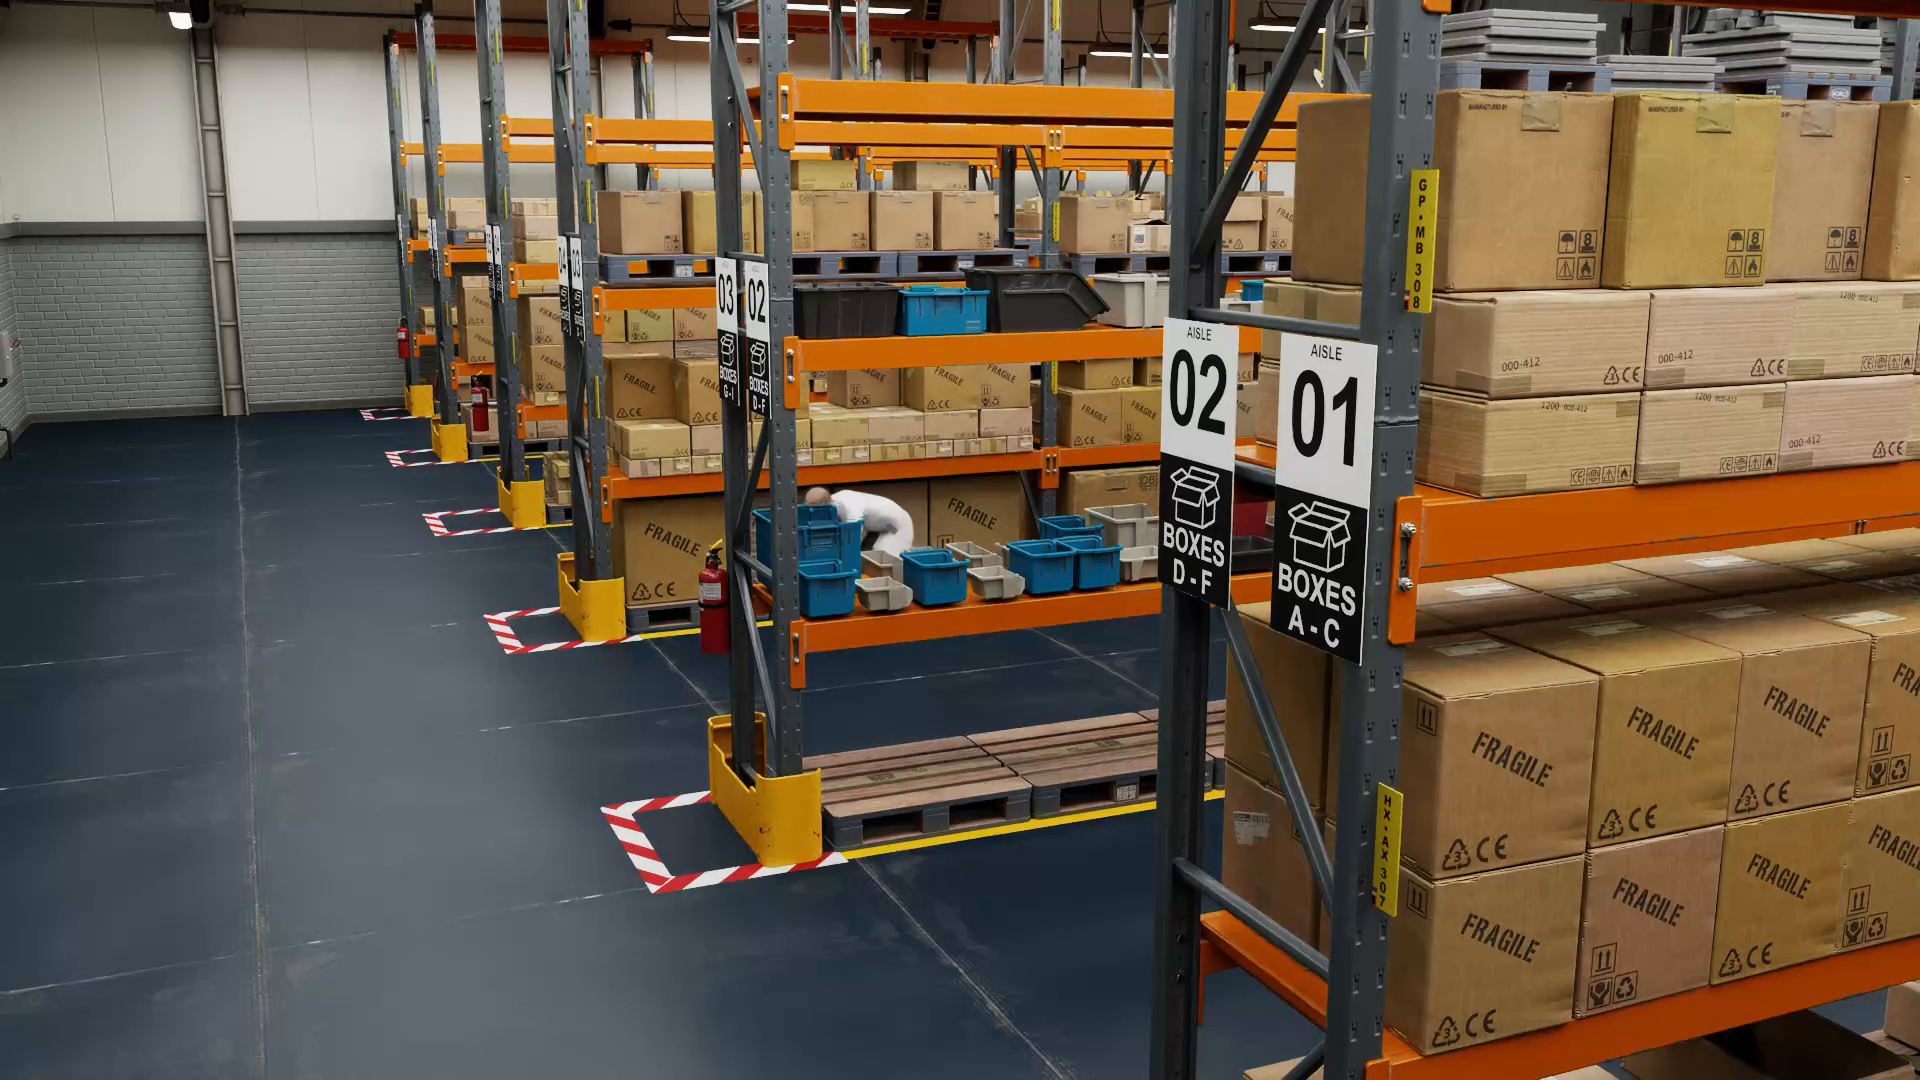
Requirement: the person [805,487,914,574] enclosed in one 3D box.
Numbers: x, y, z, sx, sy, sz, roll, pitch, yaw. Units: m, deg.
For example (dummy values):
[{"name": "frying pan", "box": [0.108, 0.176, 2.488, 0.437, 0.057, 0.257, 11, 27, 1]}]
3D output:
[{"name": "person", "box": [-0.812, 0.191, 13.352, 0.909, 1.258, 0.562, -6, 13, -25]}]
